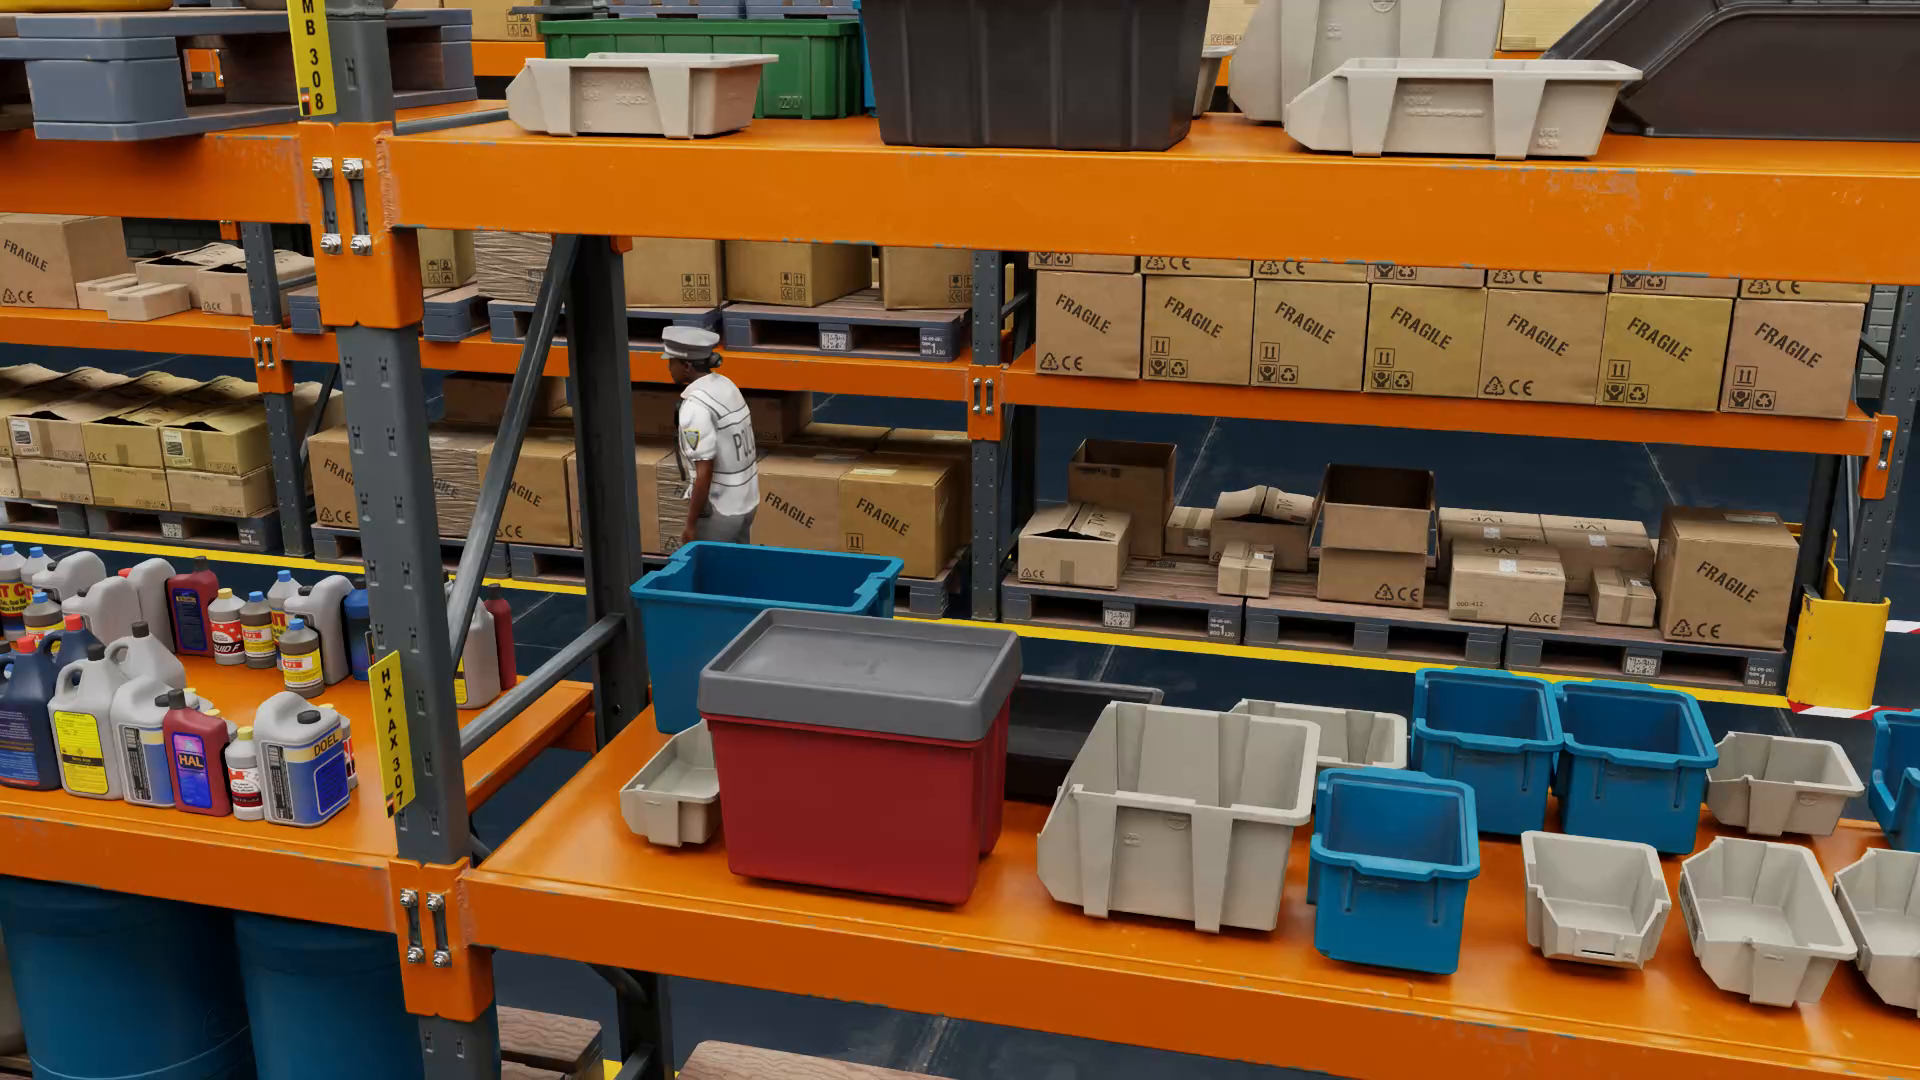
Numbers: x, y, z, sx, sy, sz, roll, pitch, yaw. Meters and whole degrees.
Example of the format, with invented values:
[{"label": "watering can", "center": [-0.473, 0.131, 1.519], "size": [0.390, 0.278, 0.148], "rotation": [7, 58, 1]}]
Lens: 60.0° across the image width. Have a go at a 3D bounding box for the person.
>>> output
[{"label": "person", "center": [-1.102, -0.135, 7.458], "size": [0.391, 1.663, 0.530], "rotation": [4, 19, 11]}]
